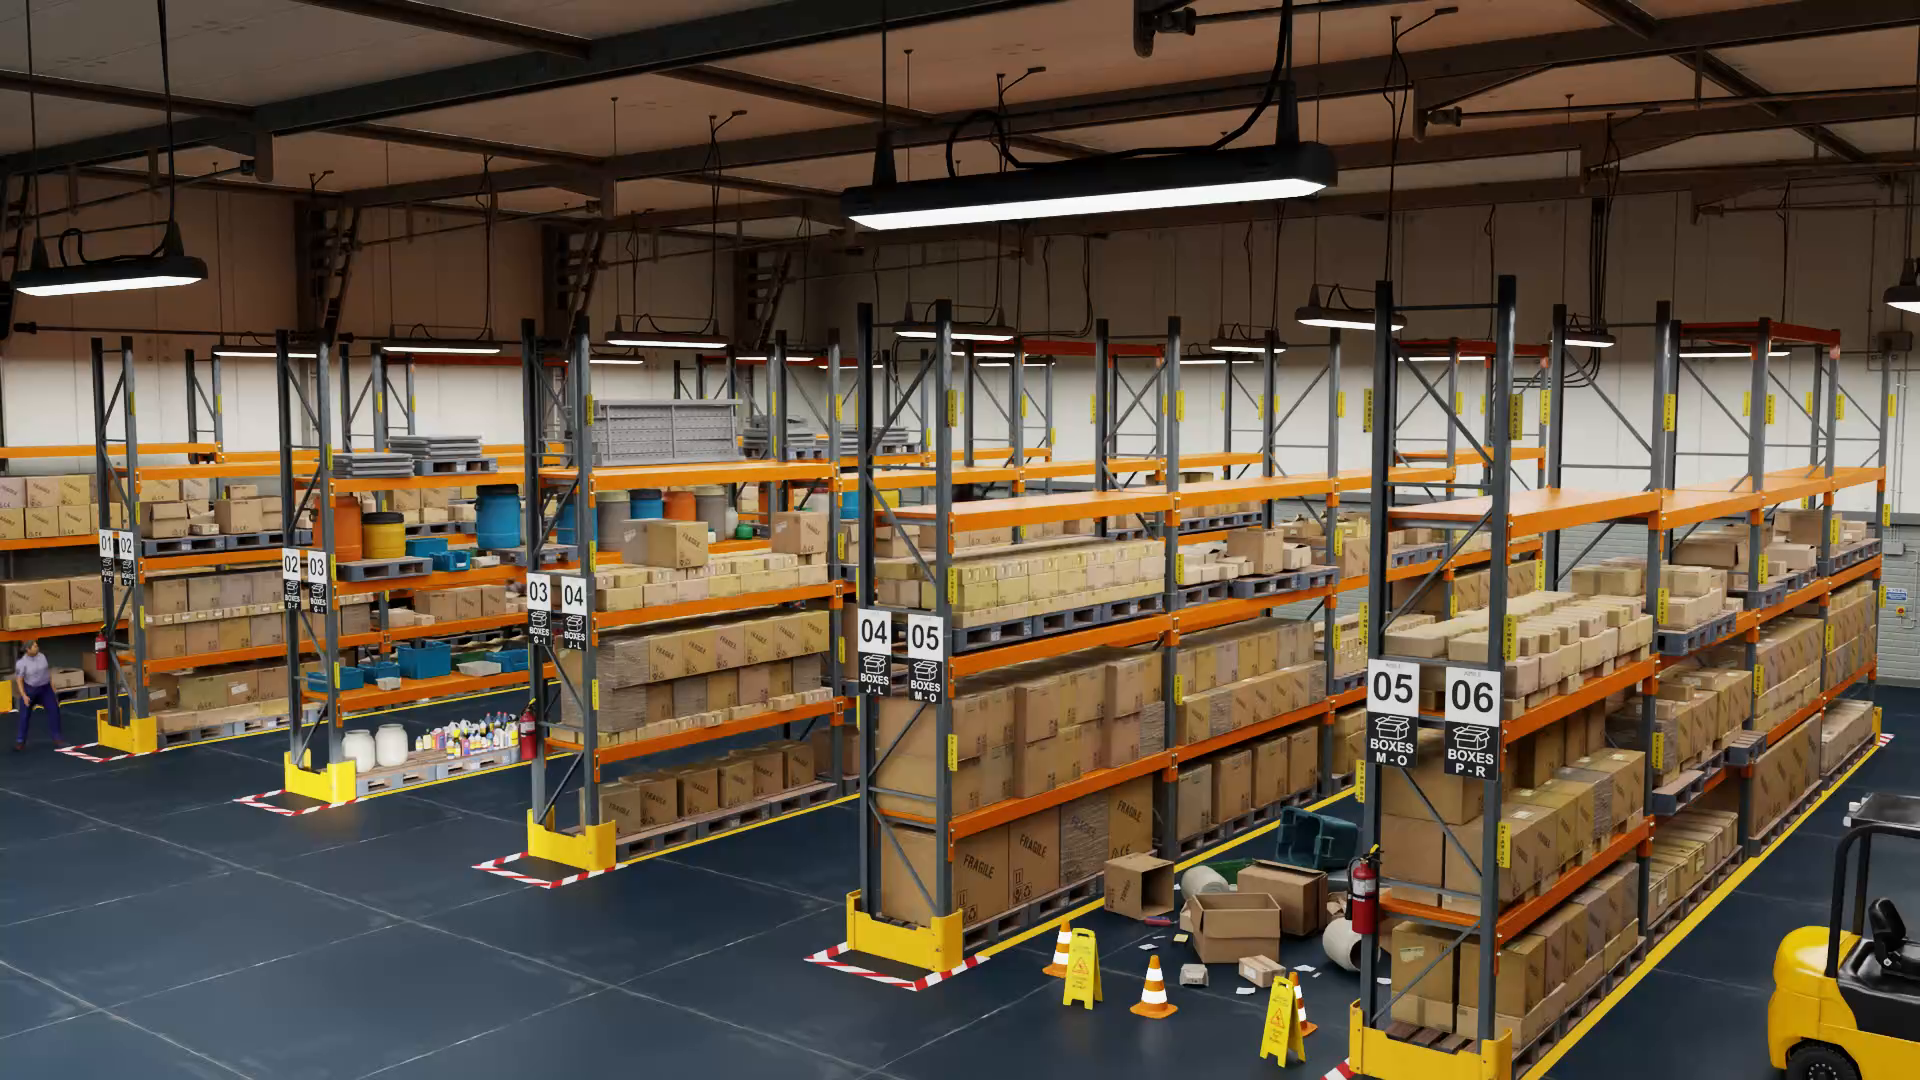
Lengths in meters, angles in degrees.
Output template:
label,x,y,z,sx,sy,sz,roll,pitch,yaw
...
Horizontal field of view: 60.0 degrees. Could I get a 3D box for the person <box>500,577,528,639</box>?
label,x,y,z,sx,sy,sz,roll,pitch,yaw
person,-8.697,1.453,32.353,0.723,1.775,0.512,-2,5,-20

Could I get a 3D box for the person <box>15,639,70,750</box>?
label,x,y,z,sx,sy,sz,roll,pitch,yaw
person,-13.511,2.268,24.373,0.547,1.685,0.656,3,6,35
